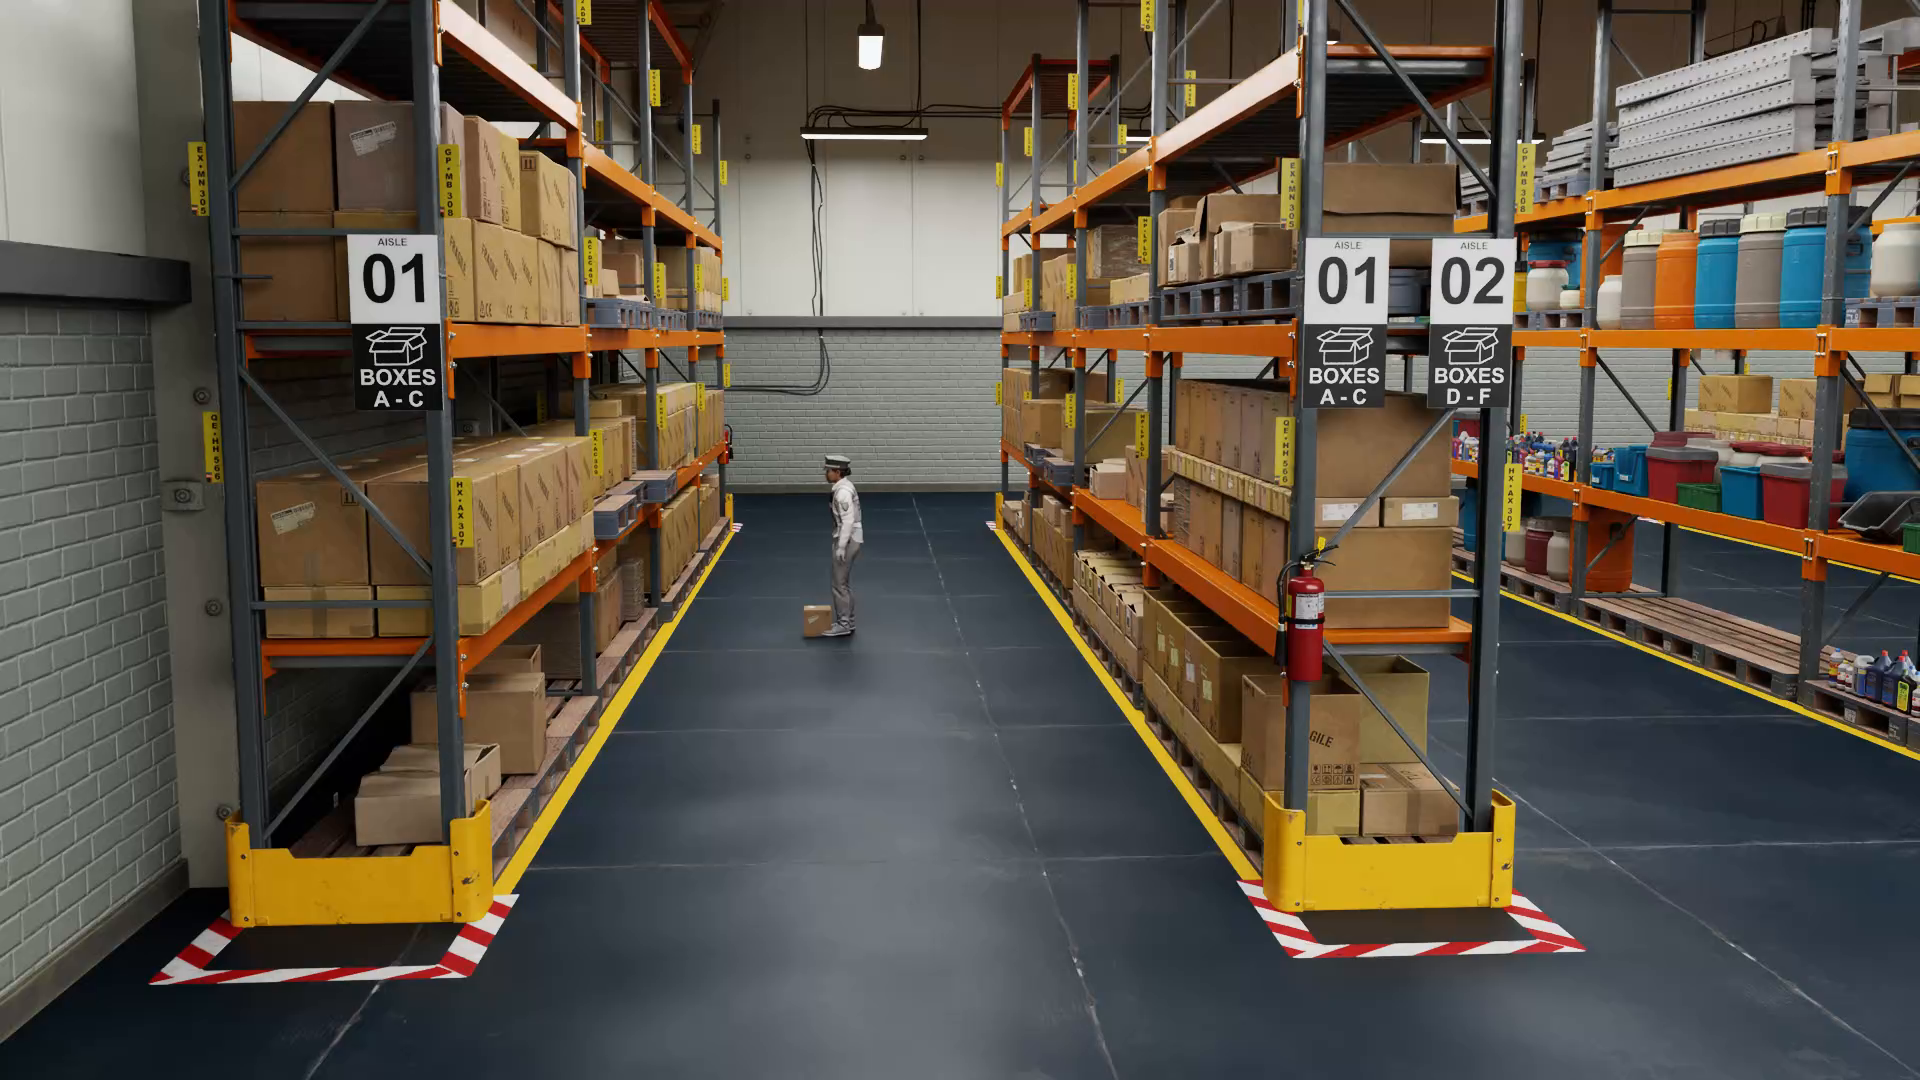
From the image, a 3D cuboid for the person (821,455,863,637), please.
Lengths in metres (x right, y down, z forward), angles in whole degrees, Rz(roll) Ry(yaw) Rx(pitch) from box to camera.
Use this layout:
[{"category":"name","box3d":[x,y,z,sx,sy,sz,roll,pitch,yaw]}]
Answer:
[{"category":"person","box3d":[-1.100,0.047,15.340,0.409,1.667,0.547,-1,7,-7]}]
